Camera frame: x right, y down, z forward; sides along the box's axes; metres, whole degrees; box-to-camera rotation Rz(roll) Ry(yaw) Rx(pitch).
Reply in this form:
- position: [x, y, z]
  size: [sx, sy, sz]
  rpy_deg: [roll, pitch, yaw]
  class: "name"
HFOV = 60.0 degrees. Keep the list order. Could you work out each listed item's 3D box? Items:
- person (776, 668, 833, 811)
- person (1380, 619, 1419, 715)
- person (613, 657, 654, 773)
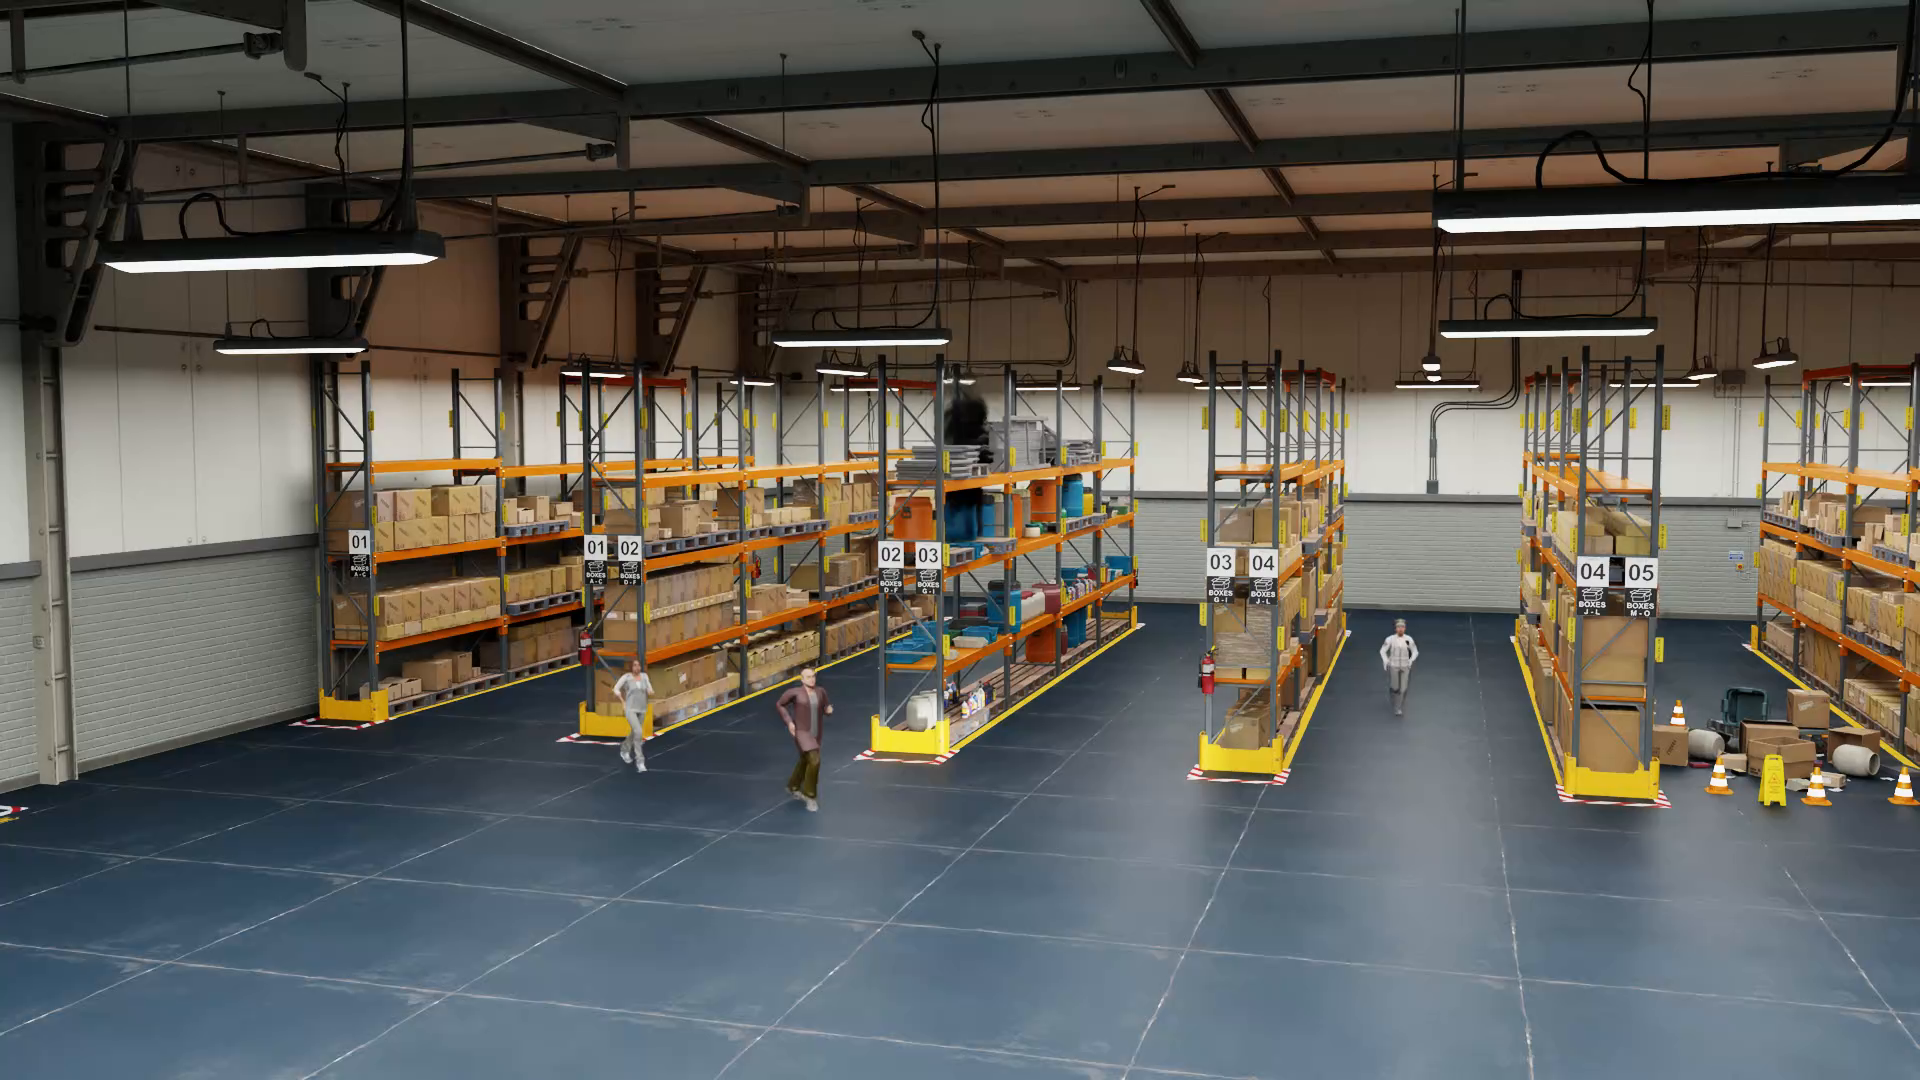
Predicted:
- position: [-1.980, 2.586, 21.657]
  size: [0.847, 1.857, 0.665]
  rpy_deg: [4, 6, 44]
  class: "person"
- position: [7.507, 2.161, 28.378]
  size: [0.629, 1.639, 0.543]
  rpy_deg: [1, 4, 8]
  class: "person"
- position: [-4.672, 2.495, 23.945]
  size: [0.516, 1.637, 0.765]
  rpy_deg: [-4, 5, -41]
  class: "person"
